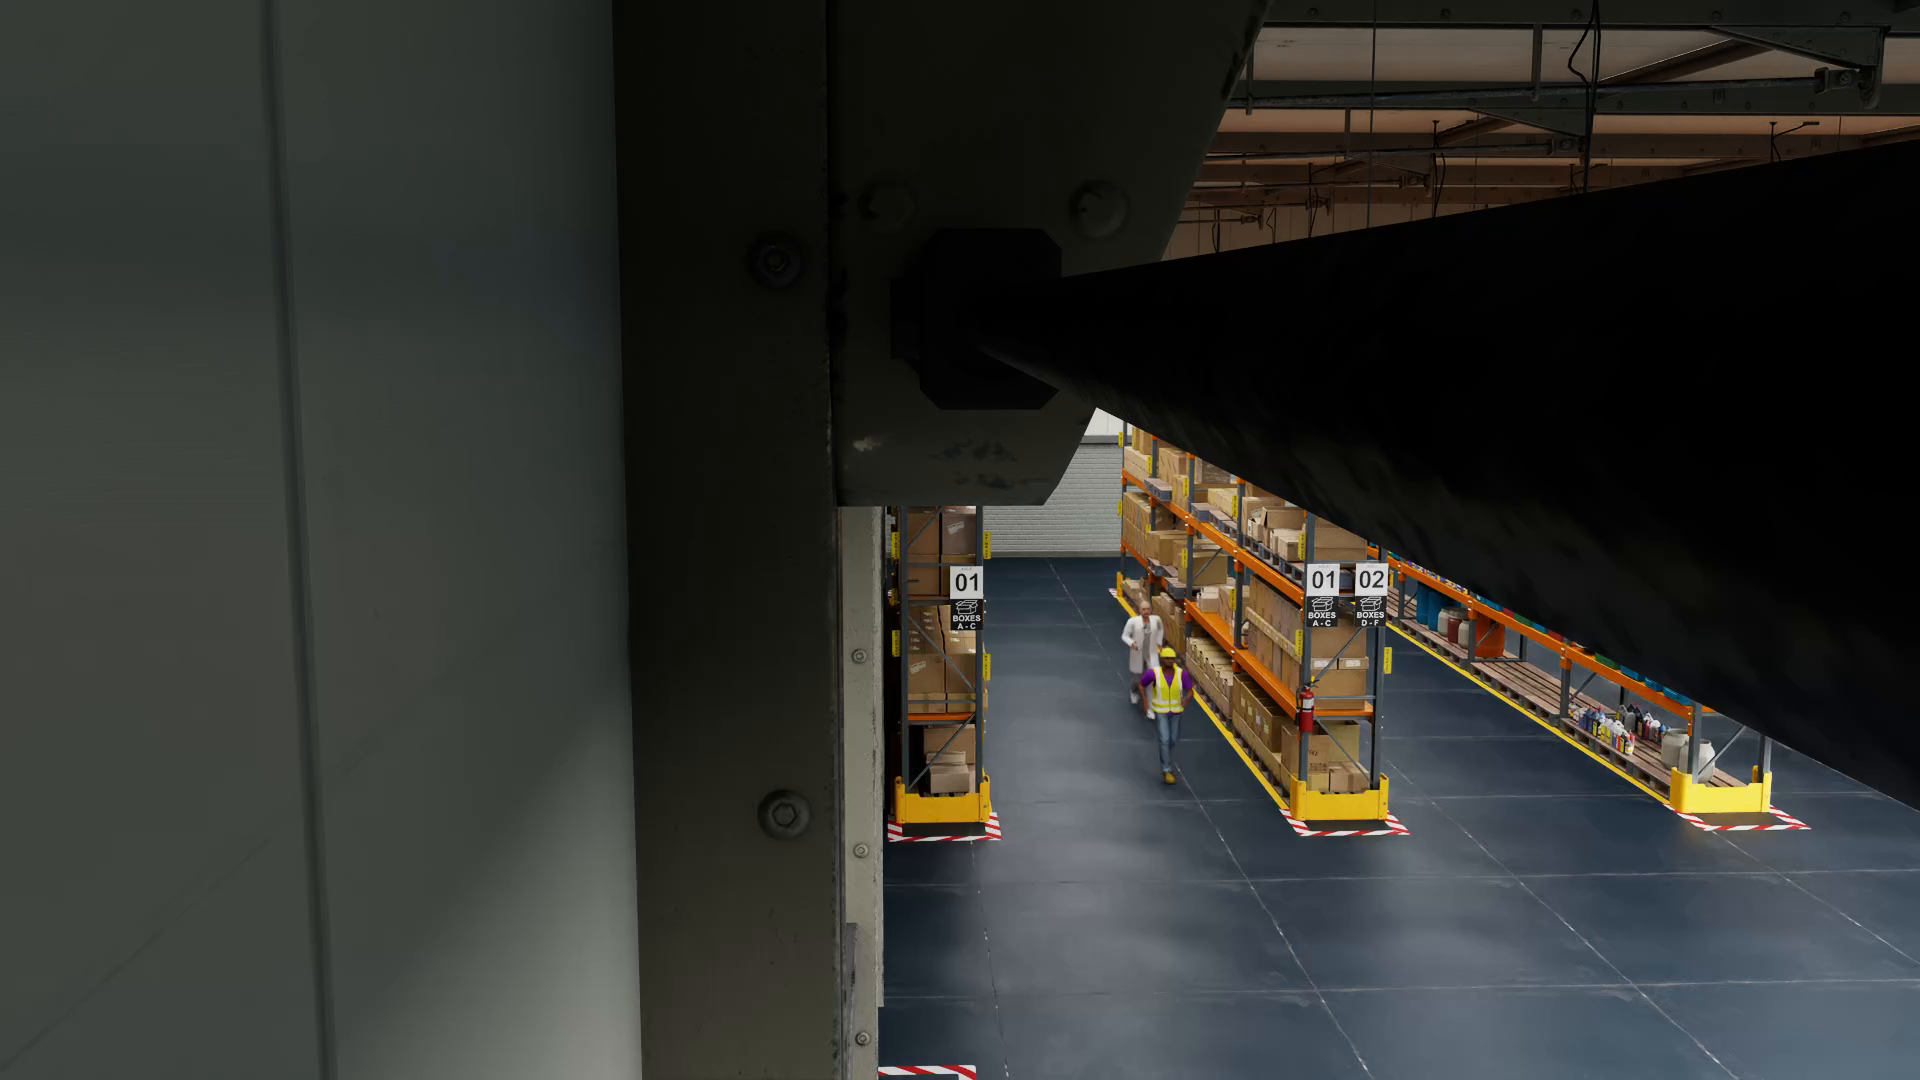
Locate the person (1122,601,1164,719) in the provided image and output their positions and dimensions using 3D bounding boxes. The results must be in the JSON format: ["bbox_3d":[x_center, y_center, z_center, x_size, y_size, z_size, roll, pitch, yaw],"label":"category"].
[{"bbox_3d":[2.856,1.910,25.955,0.690,1.573,1.042,-1,8,-4],"label":"person"}]

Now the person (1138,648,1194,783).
[{"bbox_3d":[2.787,2.306,22.406,0.723,1.751,0.959,-1,8,-7],"label":"person"}]
